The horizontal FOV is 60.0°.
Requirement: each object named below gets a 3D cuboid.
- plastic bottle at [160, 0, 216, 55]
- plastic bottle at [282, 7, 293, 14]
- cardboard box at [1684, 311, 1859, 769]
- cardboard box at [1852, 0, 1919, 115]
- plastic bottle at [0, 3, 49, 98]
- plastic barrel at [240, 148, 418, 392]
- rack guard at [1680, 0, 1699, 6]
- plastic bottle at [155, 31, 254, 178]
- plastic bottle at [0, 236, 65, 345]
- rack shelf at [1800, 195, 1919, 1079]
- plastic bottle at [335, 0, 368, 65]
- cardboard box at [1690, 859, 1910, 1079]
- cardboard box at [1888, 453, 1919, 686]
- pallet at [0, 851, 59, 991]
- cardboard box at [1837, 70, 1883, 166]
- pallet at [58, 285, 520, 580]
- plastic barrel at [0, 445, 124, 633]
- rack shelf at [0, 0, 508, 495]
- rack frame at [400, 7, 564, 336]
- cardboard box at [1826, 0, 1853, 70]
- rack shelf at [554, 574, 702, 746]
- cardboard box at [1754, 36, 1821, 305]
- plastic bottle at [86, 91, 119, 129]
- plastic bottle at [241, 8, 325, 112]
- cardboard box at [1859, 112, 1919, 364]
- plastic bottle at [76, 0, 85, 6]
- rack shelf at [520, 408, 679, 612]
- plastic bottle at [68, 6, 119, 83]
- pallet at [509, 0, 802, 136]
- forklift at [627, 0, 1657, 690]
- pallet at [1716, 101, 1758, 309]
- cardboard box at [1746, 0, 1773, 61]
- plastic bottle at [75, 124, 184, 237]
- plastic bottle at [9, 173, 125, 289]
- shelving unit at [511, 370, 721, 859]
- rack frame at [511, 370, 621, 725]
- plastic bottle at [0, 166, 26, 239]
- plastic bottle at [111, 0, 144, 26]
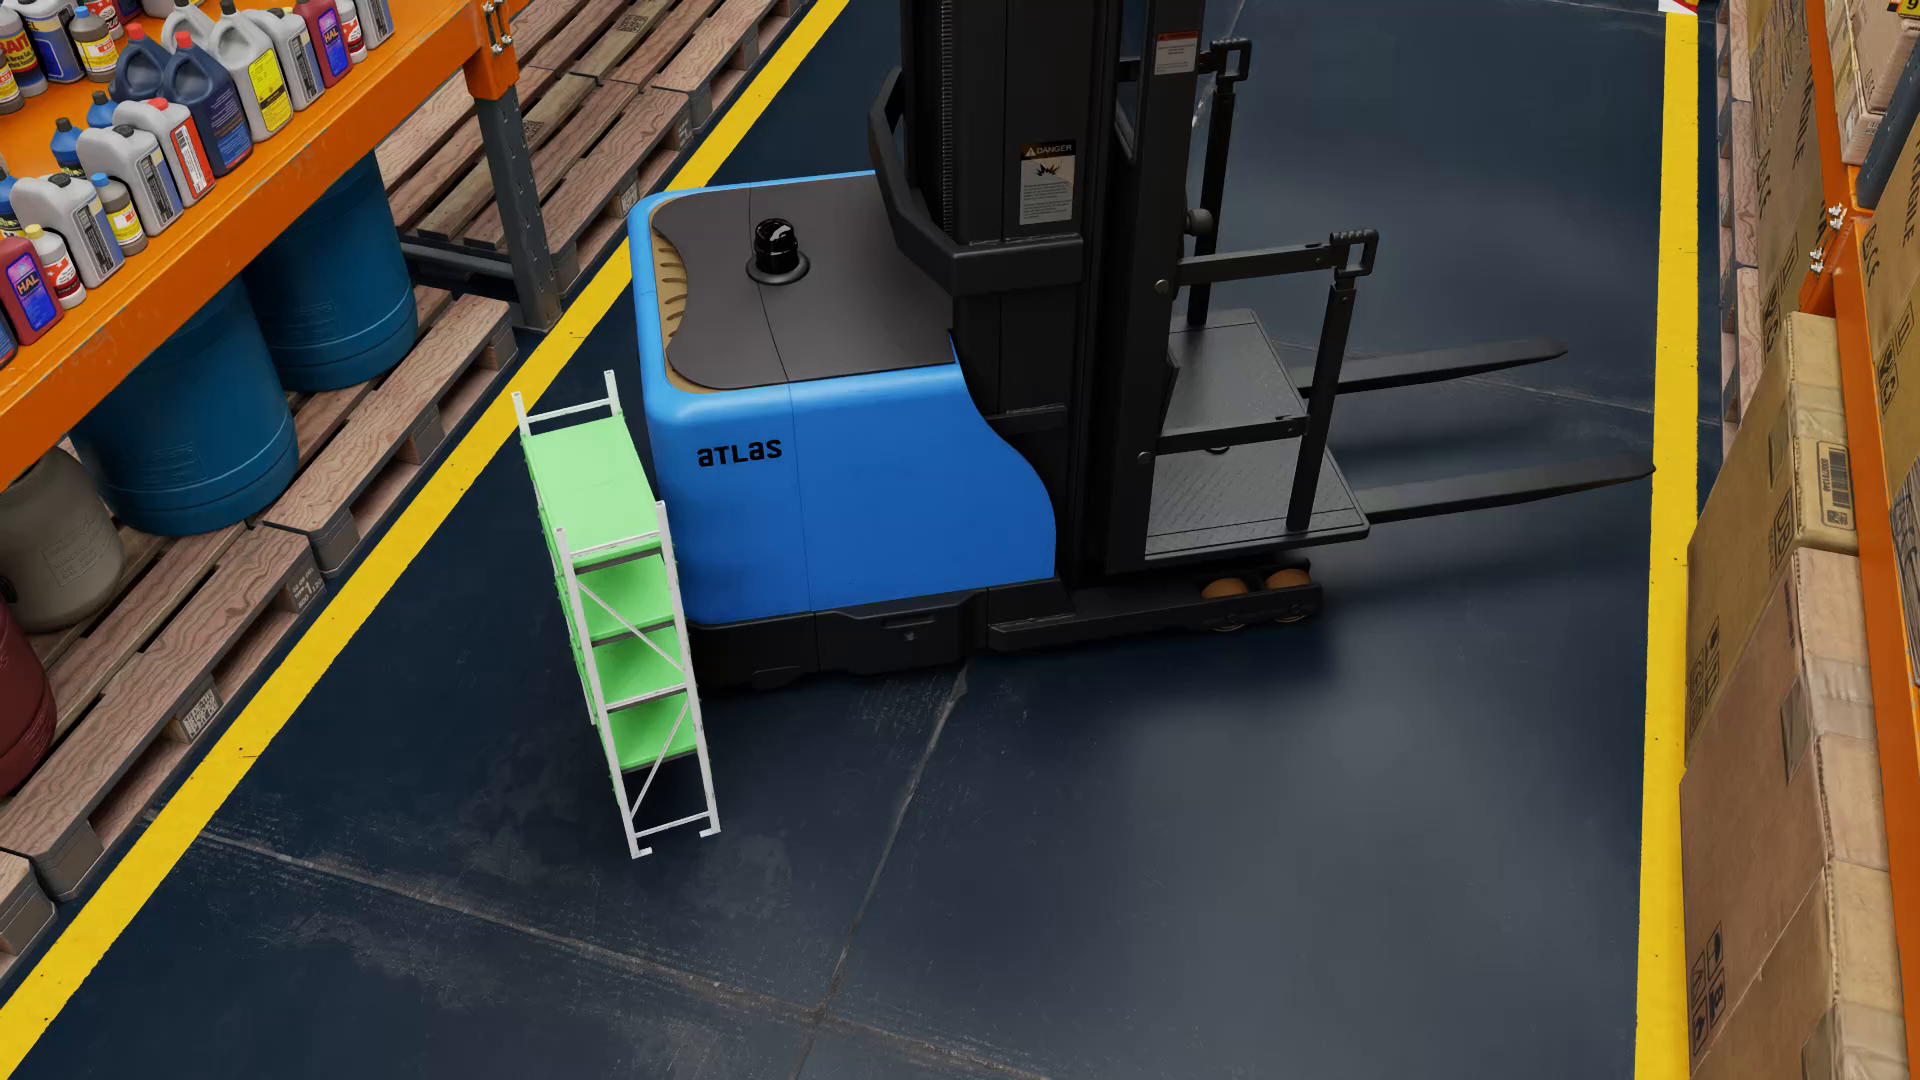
[{"bbox_3d":[-2.050,-1.288,4.457,0.144,0.351,0.185,13,46,13],"label":"plastic bottle"},{"bbox_3d":[-1.865,-1.396,4.674,0.097,0.201,0.097,0,44,0],"label":"plastic bottle"},{"bbox_3d":[2.599,0.132,4.189,1.225,0.875,0.875,13,46,13],"label":"cardboard box"},{"bbox_3d":[2.658,-1.310,4.339,0.500,0.250,0.500,12,46,12],"label":"cardboard box"},{"bbox_3d":[-2.622,-1.368,4.595,0.097,0.271,0.097,0,44,0],"label":"plastic bottle"},{"bbox_3d":[-2.127,-0.998,5.325,0.600,0.901,0.708,13,46,13],"label":"plastic barrel"},{"bbox_3d":[3.993,-2.697,7.648,1.175,0.500,0.348,13,46,13],"label":"rack guard"},{"bbox_3d":[-1.969,-1.134,4.299,0.144,0.351,0.185,13,46,13],"label":"plastic bottle"},{"bbox_3d":[-2.159,-0.596,3.798,0.061,0.283,0.133,13,46,13],"label":"plastic bottle"},{"bbox_3d":[2.168,0.682,2.922,1.077,0.370,4.000,13,46,13],"label":"rack shelf"},{"bbox_3d":[-1.767,-1.472,4.751,0.097,0.201,0.097,0,44,0],"label":"plastic bottle"},{"bbox_3d":[2.069,1.320,2.976,1.225,0.875,0.875,13,46,13],"label":"cardboard box"},{"bbox_3d":[2.093,-0.021,3.055,0.500,0.500,0.500,12,46,12],"label":"cardboard box"},{"bbox_3d":[-2.959,1.172,3.902,1.003,0.211,1.213,13,46,13],"label":"pallet"},{"bbox_3d":[2.554,-1.091,4.399,0.380,0.149,0.250,13,46,13],"label":"cardboard box"},{"bbox_3d":[-2.220,-0.455,5.564,1.003,0.211,1.213,13,46,13],"label":"pallet"},{"bbox_3d":[-2.598,-0.029,4.614,0.421,0.512,0.421,0,44,0],"label":"plastic barrel"},{"bbox_3d":[-2.552,-0.367,3.994,1.077,0.370,4.000,13,46,13],"label":"rack shelf"},{"bbox_3d":[-1.946,-1.957,5.105,1.000,3.000,0.127,13,46,13],"label":"rack frame"},{"bbox_3d":[2.710,-1.433,4.750,0.380,0.149,0.250,12,46,12],"label":"cardboard box"},{"bbox_3d":[-0.845,0.265,4.213,0.258,0.148,0.480,-15,46,-15],"label":"rack shelf"},{"bbox_3d":[3.323,-1.321,5.675,0.875,0.875,0.875,13,46,13],"label":"cardboard box"},{"bbox_3d":[-2.145,-1.014,4.234,0.097,0.271,0.097,0,44,0],"label":"plastic bottle"},{"bbox_3d":[-1.868,-1.338,4.561,0.152,0.276,0.135,13,46,13],"label":"plastic bottle"},{"bbox_3d":[2.397,-0.690,3.739,0.500,0.500,0.500,13,46,13],"label":"cardboard box"},{"bbox_3d":[-2.551,-1.522,4.753,0.097,0.271,0.097,0,44,0],"label":"plastic bottle"},{"bbox_3d":[-0.845,-0.078,3.877,0.258,0.148,0.480,-15,46,-15],"label":"rack shelf"},{"bbox_3d":[-2.436,-1.400,4.678,0.097,0.201,0.097,0,44,0],"label":"plastic bottle"},{"bbox_3d":[-1.393,-2.274,7.423,1.003,0.211,1.213,13,46,13],"label":"pallet"},{"bbox_3d":[0.612,-1.131,4.311,3.031,2.935,1.130,-8,45,-8],"label":"forklift"},{"bbox_3d":[3.447,-1.217,6.343,1.003,0.211,1.213,13,46,12],"label":"pallet"},{"bbox_3d":[3.868,-2.521,6.901,0.875,0.875,0.875,13,46,13],"label":"cardboard box"},{"bbox_3d":[-2.062,-0.912,4.126,0.152,0.276,0.135,13,46,13],"label":"plastic bottle"},{"bbox_3d":[-2.132,-0.757,3.968,0.152,0.276,0.135,13,46,13],"label":"plastic bottle"},{"bbox_3d":[-0.845,0.219,4.168,0.258,1.200,0.503,-15,46,-15],"label":"shelving unit"},{"bbox_3d":[-0.934,0.060,4.331,0.240,1.200,0.015,-15,46,-15],"label":"rack frame"},{"bbox_3d":[-2.256,-0.770,3.984,0.097,0.271,0.097,0,44,0],"label":"plastic bottle"},{"bbox_3d":[-2.504,-1.672,4.898,0.061,0.283,0.133,13,46,13],"label":"plastic bottle"}]
